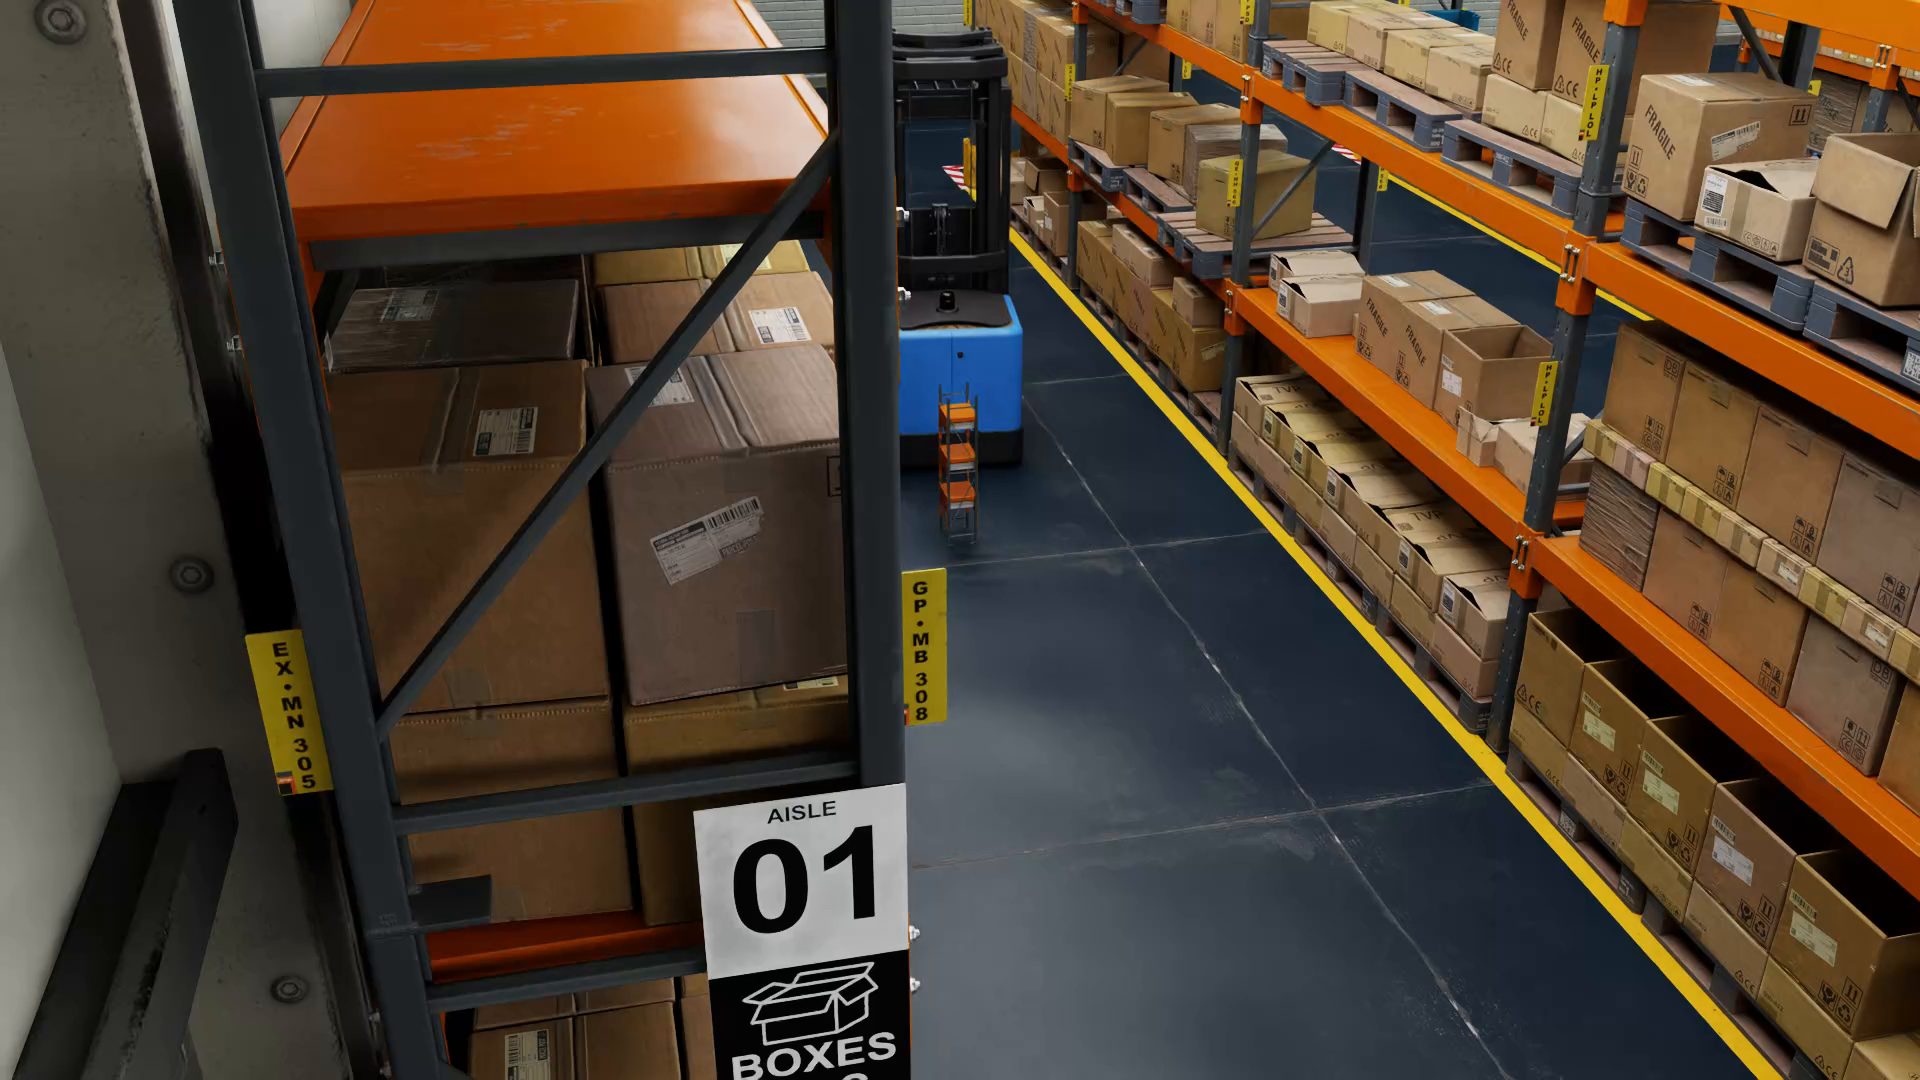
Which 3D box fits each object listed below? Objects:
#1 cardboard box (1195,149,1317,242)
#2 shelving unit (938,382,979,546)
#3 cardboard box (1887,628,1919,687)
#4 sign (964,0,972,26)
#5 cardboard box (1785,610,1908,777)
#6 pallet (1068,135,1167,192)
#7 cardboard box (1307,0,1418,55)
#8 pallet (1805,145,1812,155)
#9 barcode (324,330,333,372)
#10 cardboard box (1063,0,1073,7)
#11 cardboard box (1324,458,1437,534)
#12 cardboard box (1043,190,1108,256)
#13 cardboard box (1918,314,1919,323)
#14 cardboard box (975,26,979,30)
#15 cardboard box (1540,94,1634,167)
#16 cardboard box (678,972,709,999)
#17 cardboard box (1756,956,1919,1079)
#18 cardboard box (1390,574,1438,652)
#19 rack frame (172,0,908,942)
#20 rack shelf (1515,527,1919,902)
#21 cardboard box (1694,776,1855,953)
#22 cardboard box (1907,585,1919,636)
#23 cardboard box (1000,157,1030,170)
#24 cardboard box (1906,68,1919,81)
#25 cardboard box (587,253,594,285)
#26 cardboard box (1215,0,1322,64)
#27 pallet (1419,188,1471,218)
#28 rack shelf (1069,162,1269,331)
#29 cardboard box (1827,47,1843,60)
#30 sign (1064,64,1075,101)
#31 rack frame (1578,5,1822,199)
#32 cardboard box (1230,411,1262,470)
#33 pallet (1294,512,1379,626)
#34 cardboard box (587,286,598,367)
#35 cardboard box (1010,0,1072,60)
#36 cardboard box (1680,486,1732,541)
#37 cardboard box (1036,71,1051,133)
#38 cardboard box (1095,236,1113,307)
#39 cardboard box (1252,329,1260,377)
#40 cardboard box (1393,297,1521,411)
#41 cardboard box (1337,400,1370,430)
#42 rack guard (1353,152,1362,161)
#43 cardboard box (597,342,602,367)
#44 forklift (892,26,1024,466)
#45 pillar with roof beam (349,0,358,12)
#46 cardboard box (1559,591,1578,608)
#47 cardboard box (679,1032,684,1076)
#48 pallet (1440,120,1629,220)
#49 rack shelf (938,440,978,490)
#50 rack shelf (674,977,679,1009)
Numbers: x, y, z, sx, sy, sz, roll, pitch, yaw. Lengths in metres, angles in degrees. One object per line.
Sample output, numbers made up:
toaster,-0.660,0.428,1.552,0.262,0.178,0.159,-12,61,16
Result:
cardboard box,2.169,-2.528,12.199,0.700,0.500,0.500,-16,31,-29
shelving unit,-0.012,-0.492,10.906,0.215,1.050,0.252,-6,27,-12
cardboard box,3.658,0.430,6.084,0.380,0.149,0.250,-5,27,-10
sign,0.089,-5.874,18.445,0.100,0.325,0.005,-6,27,-12
cardboard box,3.779,0.551,6.565,0.700,0.500,0.500,-5,27,-10
pallet,1.593,-3.339,14.596,1.003,0.211,1.213,-6,27,-12
cardboard box,2.577,-3.297,10.671,0.500,0.250,0.500,-8,28,-15
pallet,10.526,-4.959,20.688,1.003,0.211,1.213,-6,27,-12
barcode,-1.249,-0.373,3.291,0.001,0.075,0.075,-6,27,-12
cardboard box,1.337,-5.192,16.834,0.500,0.500,0.500,-5,27,-10
cardboard box,2.608,-0.302,10.329,0.500,0.311,0.500,-6,27,-12
cardboard box,1.114,-3.089,16.173,0.500,0.500,0.500,-6,27,-12
cardboard box,3.582,-0.791,5.483,0.500,0.311,0.500,-3,27,-6
cardboard box,0.461,-5.366,18.288,0.500,0.500,0.500,-5,27,-11
cardboard box,3.192,-2.006,8.113,0.500,0.250,0.500,-3,27,-6
cardboard box,-0.519,1.251,4.601,0.500,0.500,0.500,-6,27,-11
cardboard box,3.576,1.878,6.632,0.500,0.250,0.500,-6,27,-12
cardboard box,2.834,0.390,9.580,0.500,0.250,0.500,-6,27,-12
rack frame,-0.602,-0.692,2.481,1.000,3.000,0.127,-6,27,-12
rack shelf,3.773,0.924,6.735,1.077,0.370,4.000,-6,27,-12
cardboard box,3.461,1.324,6.897,0.500,0.500,0.500,-6,27,-12
cardboard box,3.880,0.176,5.867,0.700,0.500,0.500,-6,27,-11
cardboard box,0.576,-4.025,18.305,0.500,0.250,0.500,-6,27,-12
cardboard box,10.609,-5.118,18.187,0.380,0.149,0.250,-5,27,-11
cardboard box,-0.992,-1.176,5.526,0.500,0.500,0.500,-4,27,-9
cardboard box,2.289,-3.603,11.465,0.910,0.500,0.500,-6,27,-12
pallet,5.864,-3.899,18.587,1.003,0.211,1.213,-6,27,-12
rack shelf,1.970,-2.588,13.693,1.077,0.370,4.000,-6,27,-12
cardboard box,10.320,-5.681,19.303,0.380,0.149,0.250,-6,27,-12
sign,0.992,-4.115,14.959,0.100,0.325,0.005,-6,27,-12
rack frame,3.322,-2.953,6.960,1.000,3.000,0.127,-6,27,-12
cardboard box,2.252,-0.731,11.801,0.500,0.250,0.500,-6,27,-12
pallet,2.839,0.114,10.636,1.003,0.211,1.213,-6,27,-12
cardboard box,-1.386,-0.466,5.228,0.500,0.500,0.500,-6,27,-12
cardboard box,0.809,-5.140,16.731,0.500,0.500,0.500,-6,27,-12
cardboard box,3.371,-0.133,7.200,0.380,0.149,0.250,-6,27,-12
cardboard box,1.039,-4.251,16.079,0.500,0.500,0.500,-5,27,-10
cardboard box,1.522,-2.397,14.803,0.500,0.500,0.500,-6,27,-11
cardboard box,2.473,-1.569,13.163,0.500,0.500,0.500,-7,28,-13
cardboard box,2.933,-1.109,9.855,0.500,0.500,0.500,-6,27,-12
cardboard box,2.902,-0.809,11.333,0.500,0.311,0.500,-6,27,-12
rack guard,5.426,-4.938,20.324,1.175,0.500,0.348,-6,27,-12
cardboard box,-0.783,-0.279,4.858,0.500,0.500,0.500,-4,27,-8
forklift,-0.193,-2.473,12.744,1.130,2.935,3.031,-2,27,-5
pillar with roof beam,1.239,-3.983,9.001,9.100,9.000,0.400,-6,27,-12
cardboard box,3.471,0.308,9.120,0.500,0.311,0.500,-6,27,-11
cardboard box,-1.023,1.631,4.680,0.500,0.250,0.500,-5,27,-10
pallet,3.110,-1.914,8.444,0.805,0.209,1.217,-7,28,-14
rack shelf,-0.012,-0.483,10.911,0.215,0.259,0.240,-6,27,-12
rack shelf,-1.053,1.429,5.735,1.077,0.370,4.000,-6,27,-12
